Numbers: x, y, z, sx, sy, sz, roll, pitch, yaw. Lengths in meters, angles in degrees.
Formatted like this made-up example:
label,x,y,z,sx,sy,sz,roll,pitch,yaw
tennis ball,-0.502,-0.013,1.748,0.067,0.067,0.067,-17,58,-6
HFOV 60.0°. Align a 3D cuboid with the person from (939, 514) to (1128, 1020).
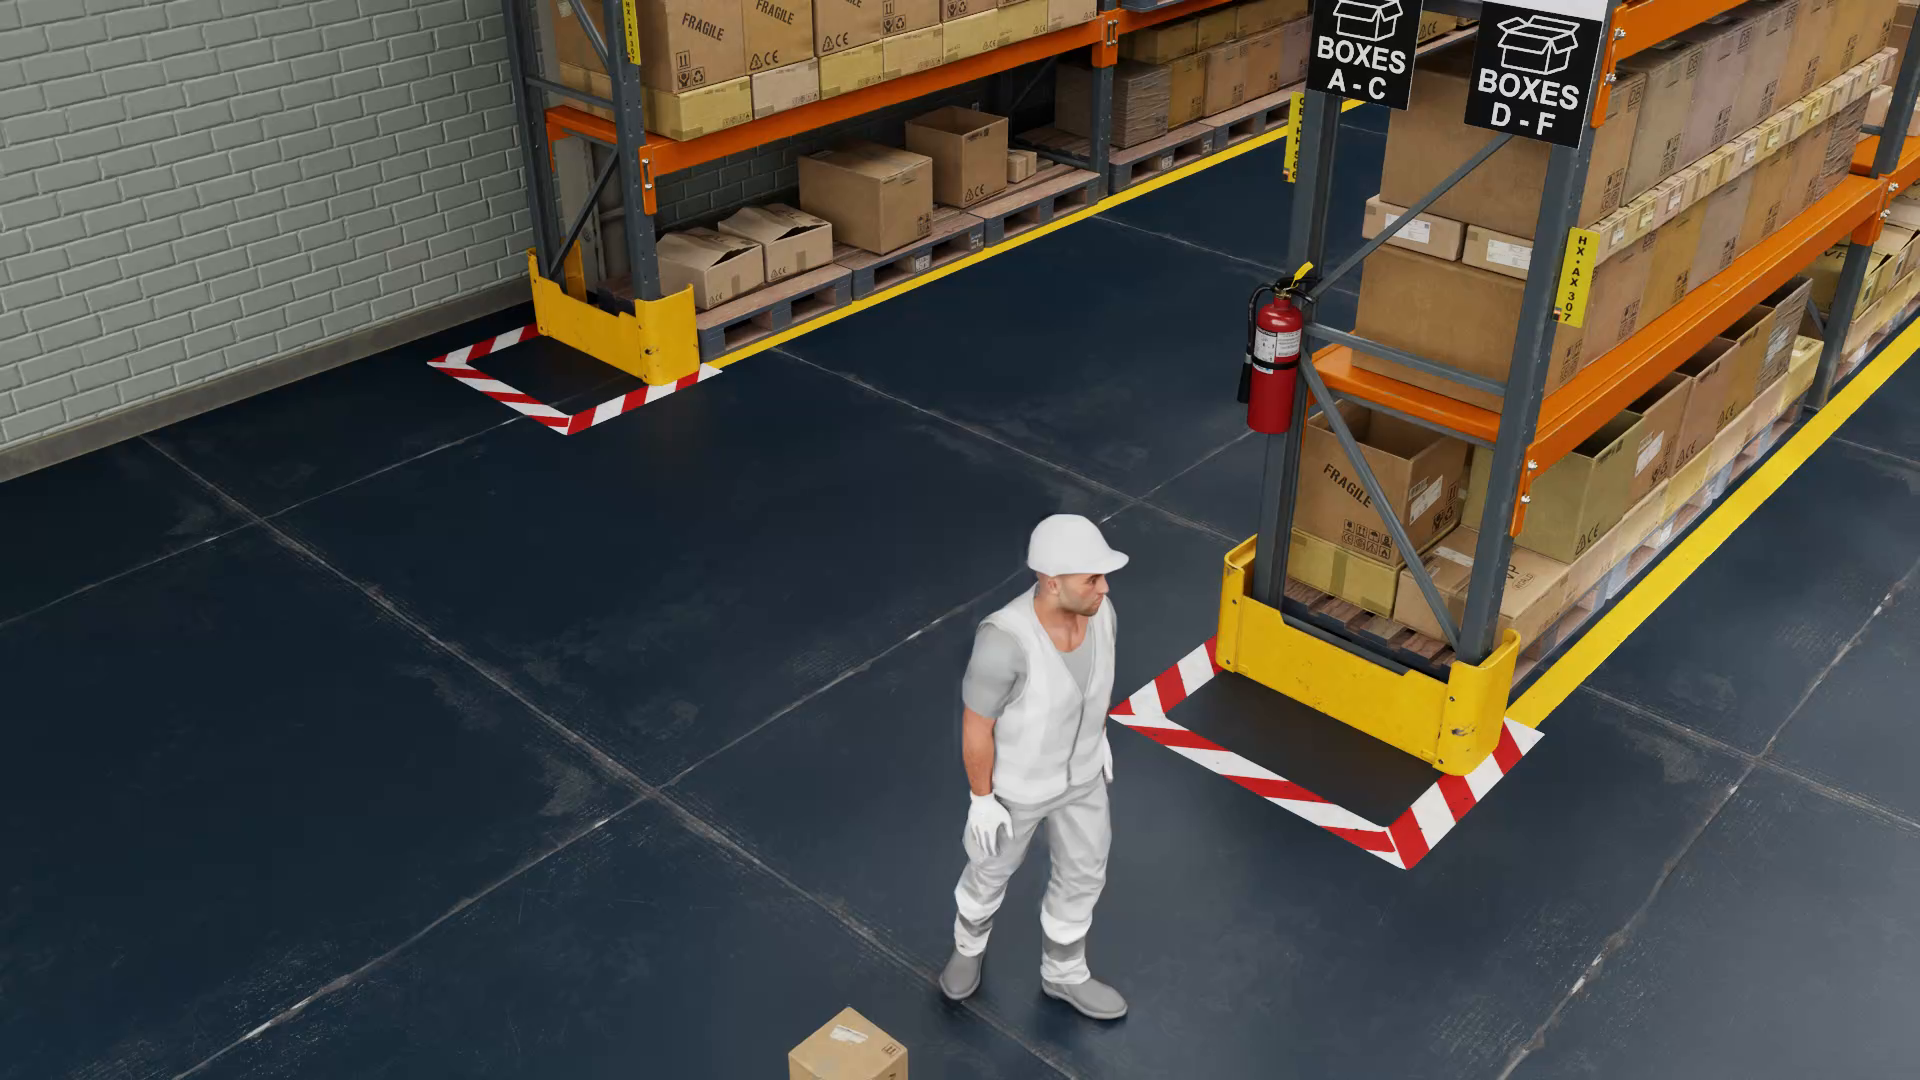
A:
label,x,y,z,sx,sy,sz,roll,pitch,yaw
person,0.236,0.692,4.961,0.570,1.788,0.564,-20,36,-29
